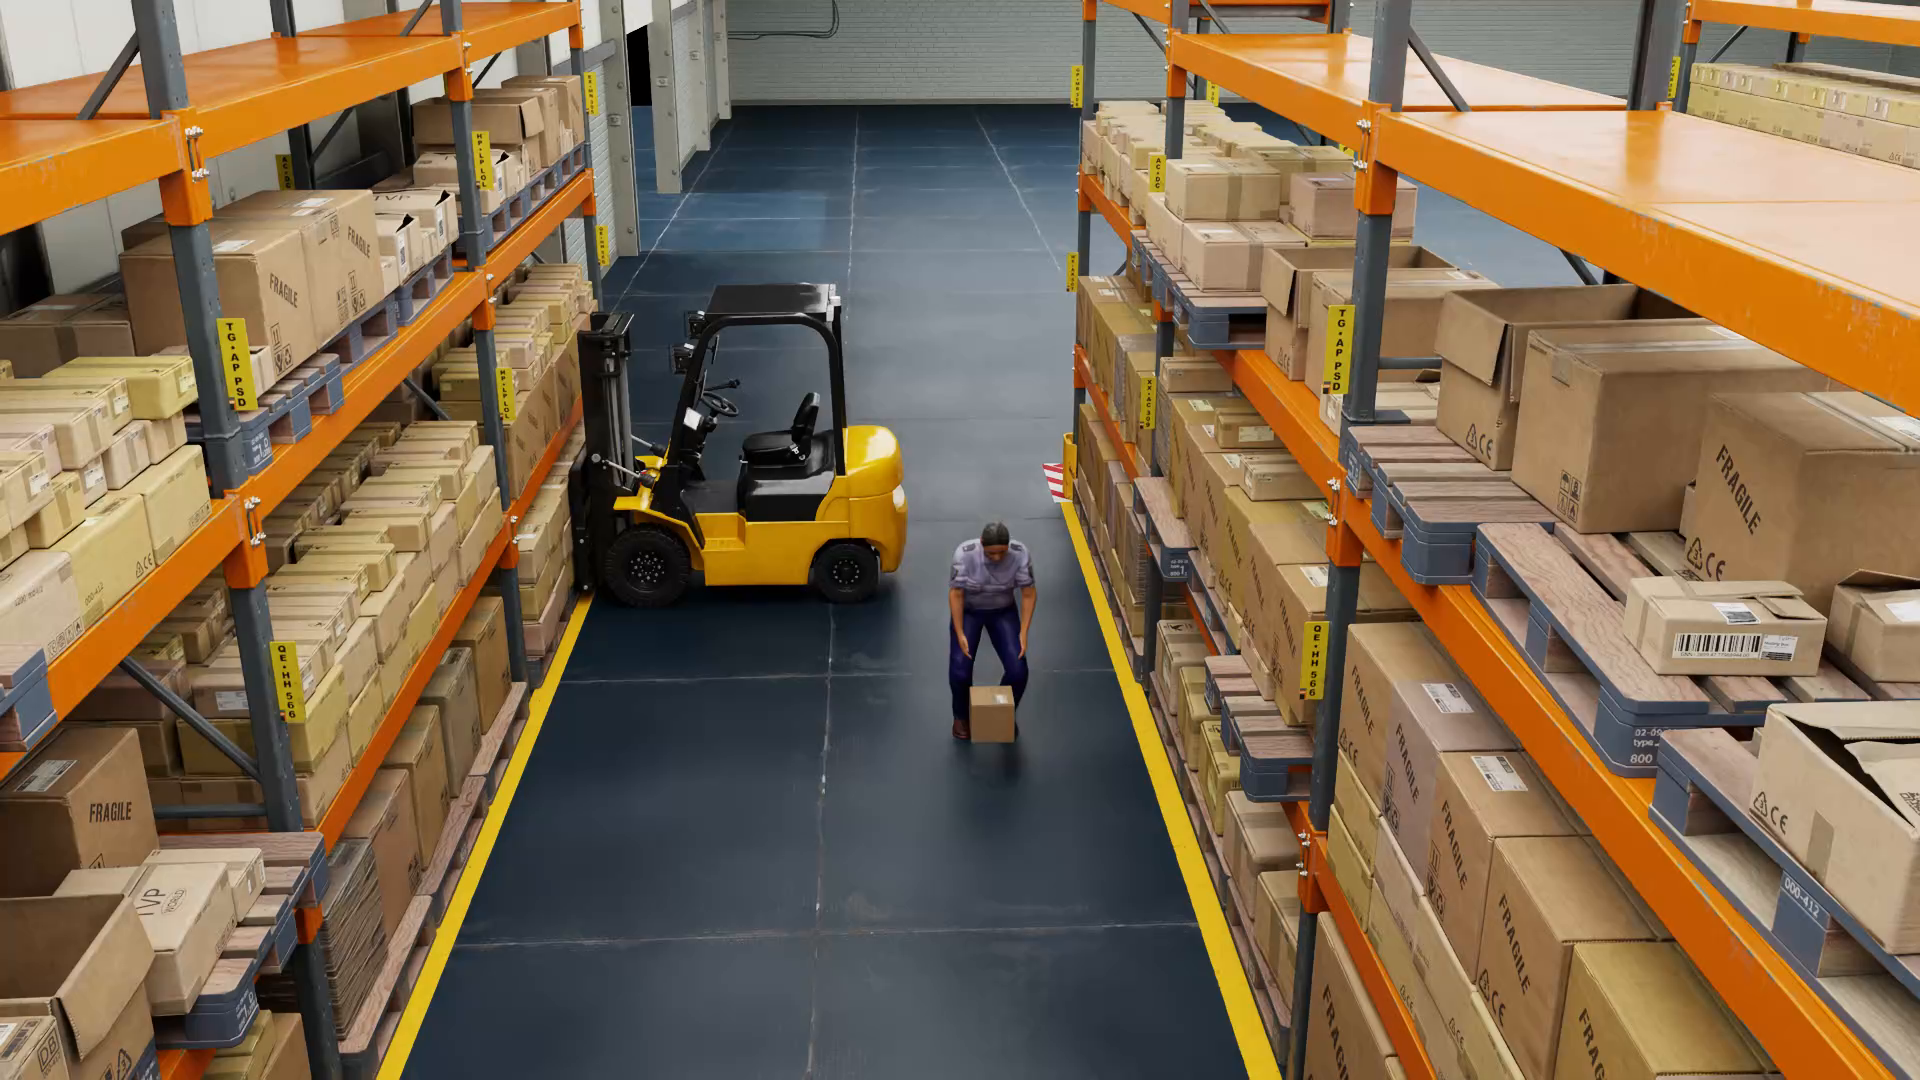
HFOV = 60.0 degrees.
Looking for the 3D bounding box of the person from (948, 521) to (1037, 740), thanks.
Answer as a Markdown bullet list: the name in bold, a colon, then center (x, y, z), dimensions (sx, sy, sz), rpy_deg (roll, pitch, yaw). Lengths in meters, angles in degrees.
- **person**: center (0.190, 0.504, 10.058), dimensions (0.528, 1.446, 0.594), rpy_deg (-1, 21, -3)
